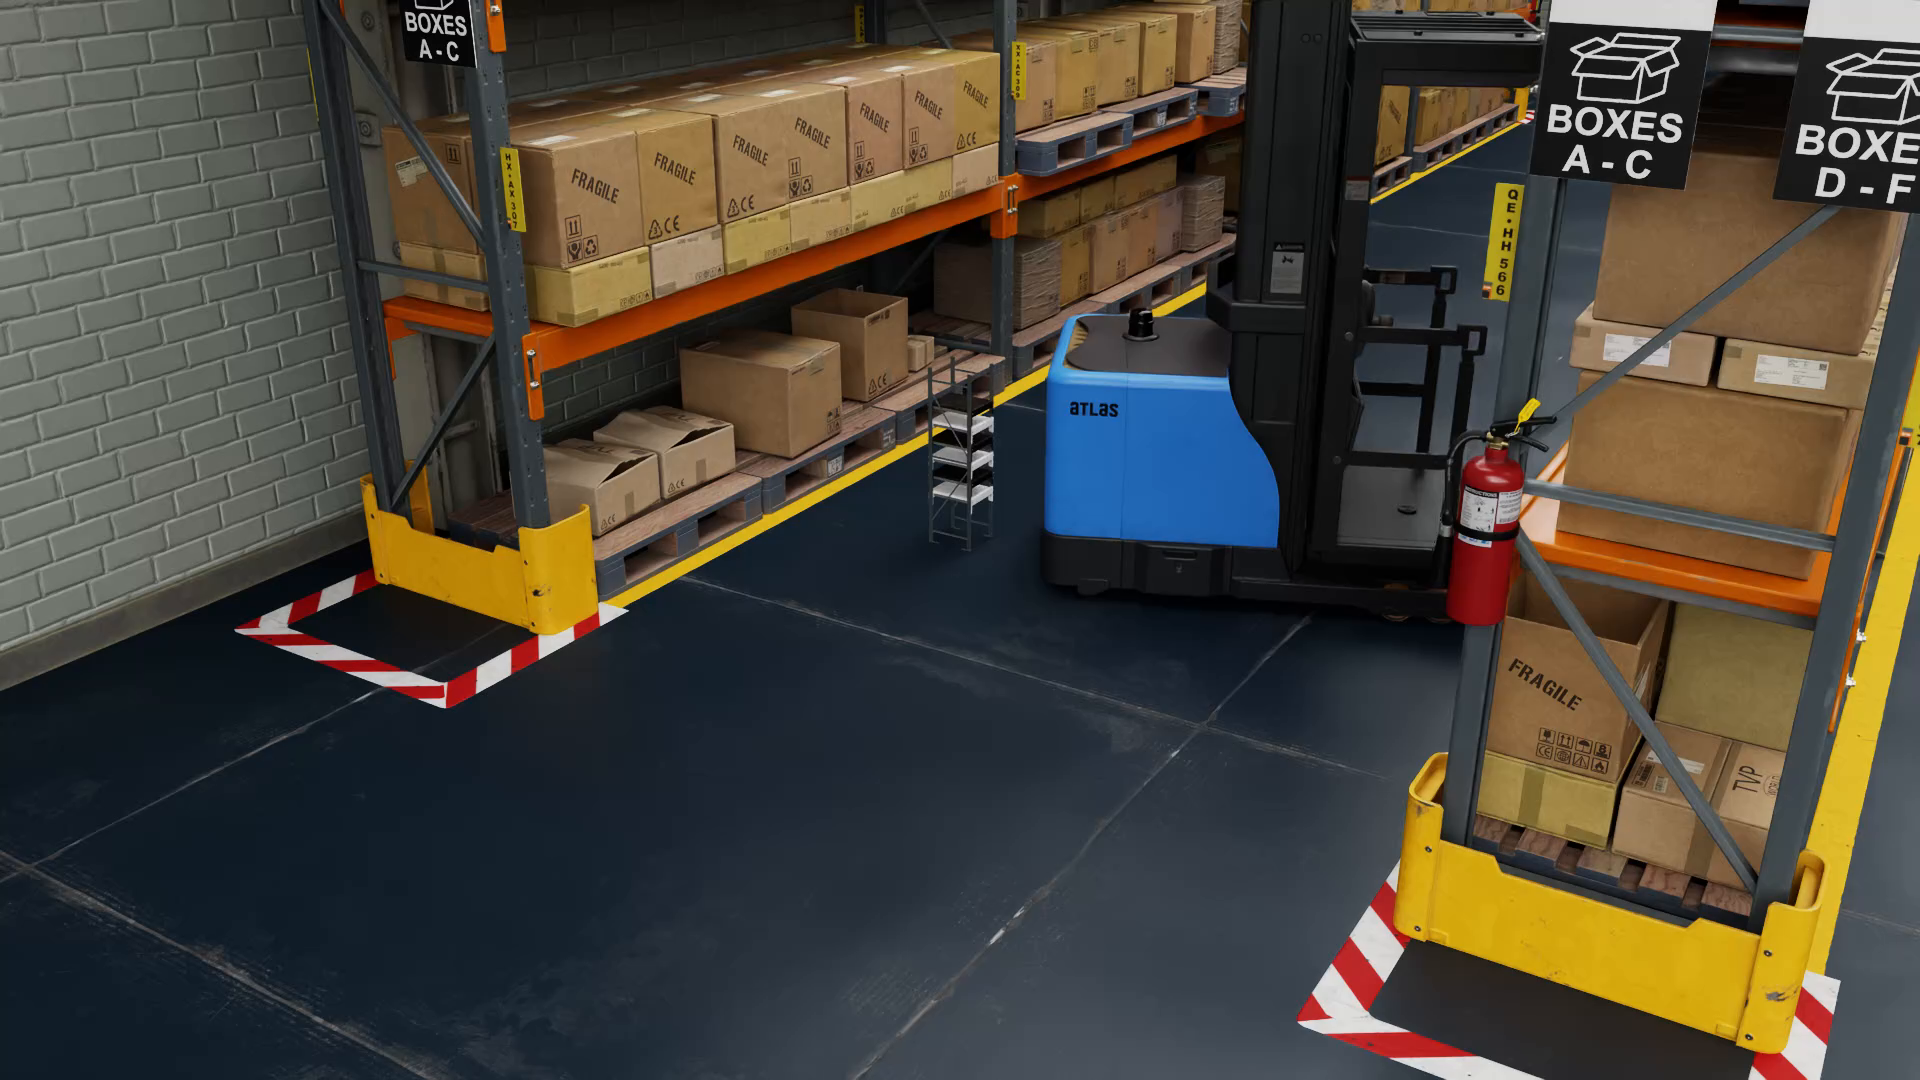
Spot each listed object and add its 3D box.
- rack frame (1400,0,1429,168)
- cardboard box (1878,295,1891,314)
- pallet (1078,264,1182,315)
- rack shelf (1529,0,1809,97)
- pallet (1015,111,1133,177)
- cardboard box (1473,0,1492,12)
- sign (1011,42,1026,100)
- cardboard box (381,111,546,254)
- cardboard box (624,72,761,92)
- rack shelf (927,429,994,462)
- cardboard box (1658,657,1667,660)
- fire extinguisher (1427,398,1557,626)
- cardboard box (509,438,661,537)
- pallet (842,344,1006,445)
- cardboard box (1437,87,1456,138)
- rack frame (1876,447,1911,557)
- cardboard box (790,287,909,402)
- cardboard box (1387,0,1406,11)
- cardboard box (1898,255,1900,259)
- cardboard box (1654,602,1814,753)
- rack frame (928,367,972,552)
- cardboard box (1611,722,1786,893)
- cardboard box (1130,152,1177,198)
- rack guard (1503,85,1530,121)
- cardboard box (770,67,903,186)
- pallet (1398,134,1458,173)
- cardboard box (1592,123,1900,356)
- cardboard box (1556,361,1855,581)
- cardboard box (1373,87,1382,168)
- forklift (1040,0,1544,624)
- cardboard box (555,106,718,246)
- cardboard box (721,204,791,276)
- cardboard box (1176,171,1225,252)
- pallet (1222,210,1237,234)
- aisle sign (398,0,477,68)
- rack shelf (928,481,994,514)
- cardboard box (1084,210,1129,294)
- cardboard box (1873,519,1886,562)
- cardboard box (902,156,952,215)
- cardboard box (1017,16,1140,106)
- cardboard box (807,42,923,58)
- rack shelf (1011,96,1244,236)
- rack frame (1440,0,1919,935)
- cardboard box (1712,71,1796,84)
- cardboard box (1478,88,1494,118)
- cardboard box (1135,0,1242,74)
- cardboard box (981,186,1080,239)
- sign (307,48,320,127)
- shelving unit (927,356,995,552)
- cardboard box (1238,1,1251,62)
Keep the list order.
[{"bbox_3d":[4.095,-5.154,16.380,1.000,3.000,0.127,14,27,29],"label":"rack frame"},{"bbox_3d":[2.635,-0.672,5.083,0.380,0.149,0.250,14,27,29],"label":"cardboard box"},{"bbox_3d":[0.927,-1.851,12.260,1.003,0.211,1.213,14,27,29],"label":"pallet"},{"bbox_3d":[3.031,-1.789,5.736,1.077,0.370,4.000,14,27,29],"label":"rack shelf"},{"bbox_3d":[0.402,-2.593,10.707,1.003,0.211,1.213,14,27,29],"label":"pallet"},{"bbox_3d":[5.160,-5.964,17.874,0.980,0.700,0.700,12,26,26],"label":"cardboard box"},{"bbox_3d":[0.340,-2.740,9.714,0.100,0.325,0.005,14,27,29],"label":"sign"},{"bbox_3d":[-2.167,-1.592,7.372,0.500,0.500,0.500,14,27,28],"label":"cardboard box"},{"bbox_3d":[-1.358,-2.105,8.557,0.500,0.500,0.500,14,27,30],"label":"cardboard box"},{"bbox_3d":[0.004,-0.468,8.055,0.258,0.077,0.200,14,27,29],"label":"rack shelf"},{"bbox_3d":[2.523,0.419,6.440,0.500,0.250,0.500,14,27,29],"label":"cardboard box"},{"bbox_3d":[1.519,-0.089,4.777,0.296,0.674,0.183,14,27,29],"label":"fire extinguisher"},{"bbox_3d":[-1.793,-0.287,7.967,0.500,0.311,0.500,11,26,23],"label":"cardboard box"},{"bbox_3d":[-0.449,-0.940,10.156,1.003,0.211,1.213,14,27,29],"label":"pallet"},{"bbox_3d":[4.844,-4.599,17.717,0.700,0.500,0.500,14,27,28],"label":"cardboard box"},{"bbox_3d":[4.085,-1.417,7.748,1.000,3.000,0.127,14,27,29],"label":"rack frame"},{"bbox_3d":[-0.638,-1.150,9.724,0.500,0.500,0.500,12,26,25],"label":"cardboard box"},{"bbox_3d":[3.805,-4.963,15.413,0.500,0.500,0.500,14,27,29],"label":"cardboard box"},{"bbox_3d":[3.043,-0.933,5.687,0.380,0.149,0.250,13,27,28],"label":"cardboard box"},{"bbox_3d":[2.710,0.354,5.644,0.500,0.500,0.500,14,27,29],"label":"cardboard box"},{"bbox_3d":[-0.049,-0.381,7.998,0.240,0.900,0.006,14,27,29],"label":"rack frame"},{"bbox_3d":[2.447,0.868,5.403,0.500,0.250,0.500,14,27,29],"label":"cardboard box"},{"bbox_3d":[1.296,-2.770,12.521,0.500,0.250,0.500,14,27,30],"label":"cardboard box"},{"bbox_3d":[6.218,-5.365,20.014,1.175,0.500,0.348,14,27,29],"label":"rack guard"},{"bbox_3d":[-0.645,-2.177,8.722,0.500,0.500,0.500,13,27,27],"label":"cardboard box"},{"bbox_3d":[4.563,-4.115,17.489,1.003,0.211,1.213,14,27,29],"label":"pallet"},{"bbox_3d":[2.261,-0.881,4.751,0.700,0.500,0.500,14,27,29],"label":"cardboard box"},{"bbox_3d":[2.233,-0.268,4.967,0.700,0.500,0.500,14,27,29],"label":"cardboard box"},{"bbox_3d":[3.396,-3.813,15.460,0.750,0.750,0.750,15,27,31],"label":"cardboard box"},{"bbox_3d":[1.931,-1.198,7.327,3.031,2.935,1.130,3,24,8],"label":"forklift"},{"bbox_3d":[-1.459,-1.651,7.509,0.500,0.500,0.500,14,27,29],"label":"cardboard box"},{"bbox_3d":[-1.172,-1.491,8.083,0.500,0.250,0.500,13,27,28],"label":"cardboard box"},{"bbox_3d":[1.650,-2.605,13.084,0.700,0.500,0.500,14,27,30],"label":"cardboard box"},{"bbox_3d":[2.465,-2.775,14.394,1.003,0.211,1.213,14,27,29],"label":"pallet"},{"bbox_3d":[-2.018,-2.210,6.307,0.394,0.787,0.004,14,27,29],"label":"aisle sign"},{"bbox_3d":[0.004,-0.220,8.162,0.258,0.077,0.200,14,27,29],"label":"rack shelf"},{"bbox_3d":[0.783,-2.109,11.940,0.700,0.500,0.500,14,27,30],"label":"cardboard box"},{"bbox_3d":[4.027,-0.146,7.743,0.500,0.250,0.500,14,27,29],"label":"cardboard box"},{"bbox_3d":[-0.387,-2.005,9.268,0.500,0.250,0.500,14,27,29],"label":"cardboard box"},{"bbox_3d":[0.794,-3.282,11.377,0.700,0.500,0.500,18,29,36],"label":"cardboard box"},{"bbox_3d":[-0.550,-2.624,9.755,0.500,0.500,0.500,13,27,28],"label":"cardboard box"},{"bbox_3d":[0.930,-2.799,11.845,1.077,0.370,4.000,14,27,29],"label":"rack shelf"},{"bbox_3d":[1.976,-0.067,4.629,1.000,3.000,0.127,14,27,29],"label":"rack frame"},{"bbox_3d":[3.063,-1.399,5.948,0.700,0.500,0.500,14,27,29],"label":"cardboard box"},{"bbox_3d":[5.657,-5.124,18.928,0.700,0.500,0.500,14,27,29],"label":"cardboard box"},{"bbox_3d":[1.746,-3.891,12.783,0.700,0.500,0.500,11,26,23],"label":"cardboard box"},{"bbox_3d":[0.479,-2.254,11.330,0.500,0.250,0.500,13,27,28],"label":"cardboard box"},{"bbox_3d":[-2.696,-1.903,7.016,0.100,0.325,0.005,14,27,29],"label":"sign"},{"bbox_3d":[0.004,-0.416,8.078,0.258,0.900,0.210,14,27,29],"label":"shelving unit"},{"bbox_3d":[2.459,-4.106,13.433,0.500,0.500,0.500,15,27,30],"label":"cardboard box"}]
